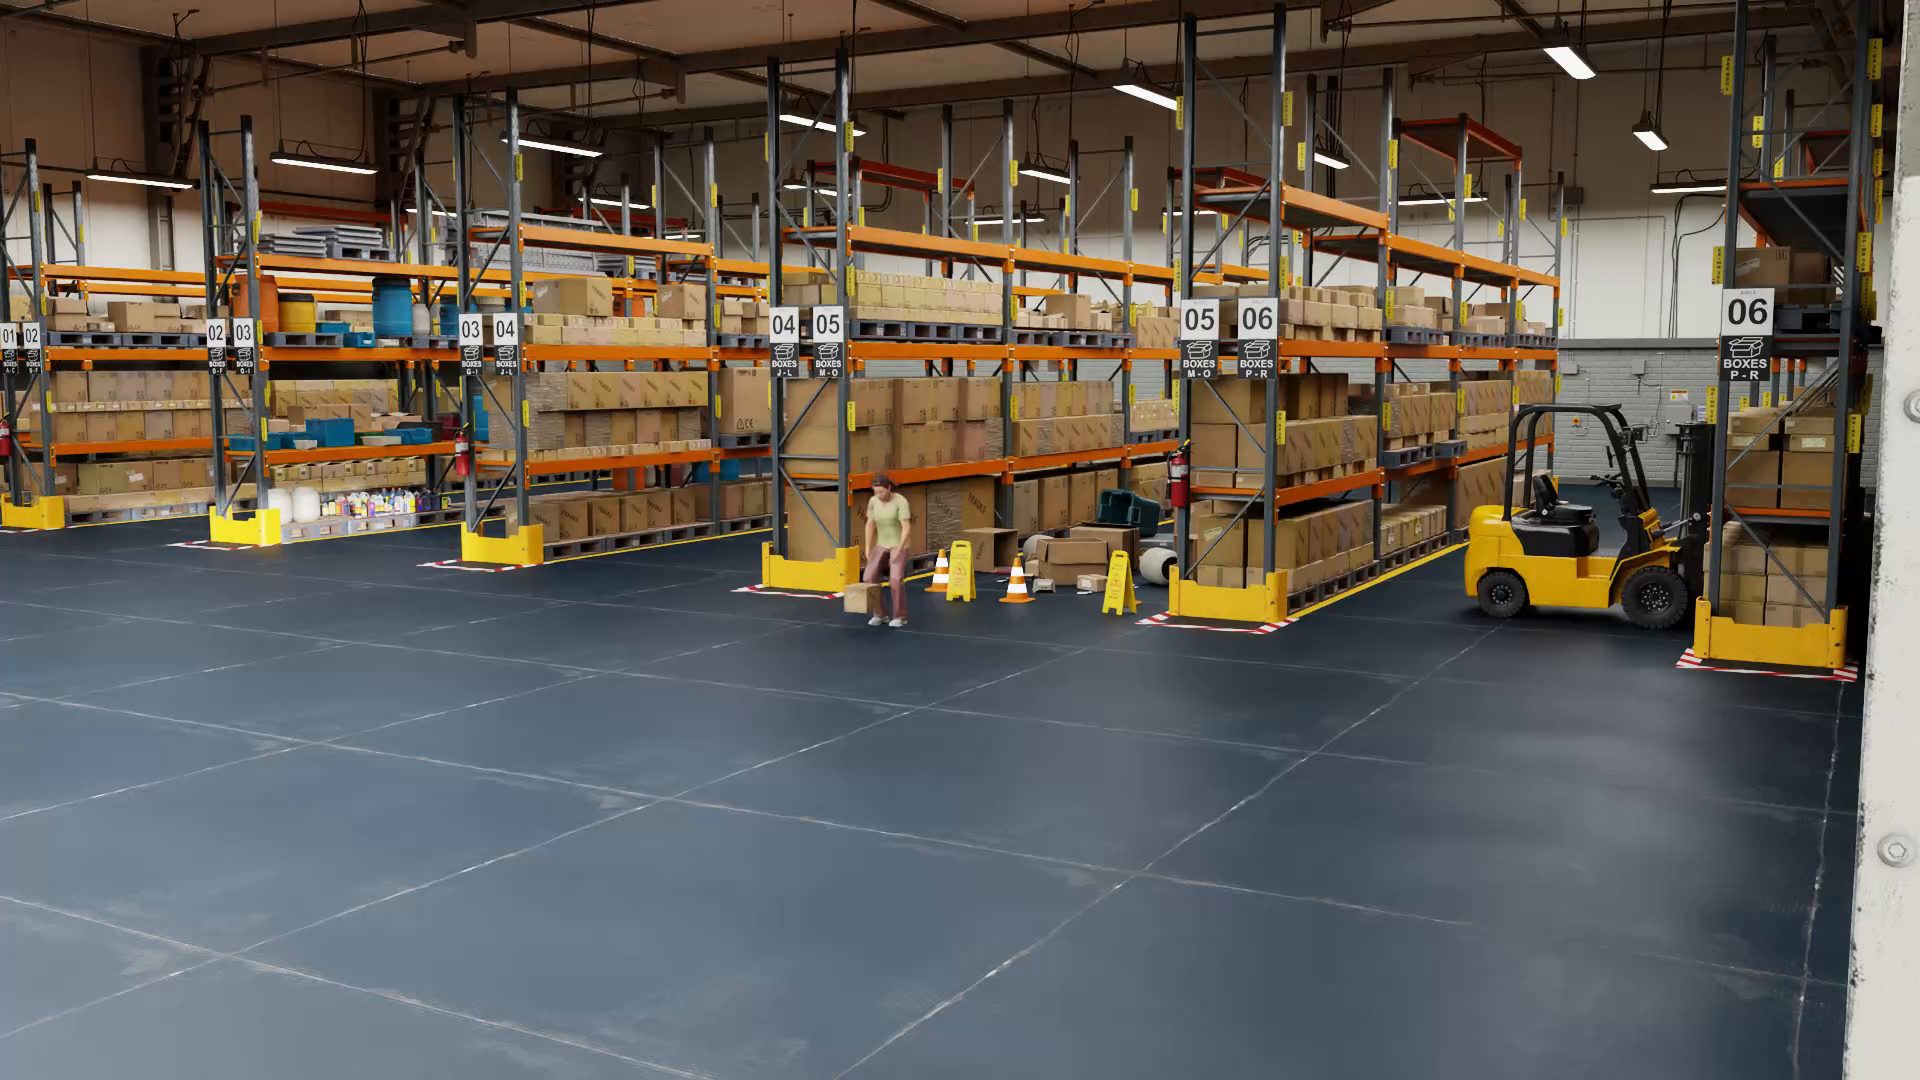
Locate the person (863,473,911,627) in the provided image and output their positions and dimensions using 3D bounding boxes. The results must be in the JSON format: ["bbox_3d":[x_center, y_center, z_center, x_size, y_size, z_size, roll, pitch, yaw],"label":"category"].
[{"bbox_3d":[-0.693,0.092,16.268,0.498,1.515,0.533,3,7,29],"label":"person"}]
